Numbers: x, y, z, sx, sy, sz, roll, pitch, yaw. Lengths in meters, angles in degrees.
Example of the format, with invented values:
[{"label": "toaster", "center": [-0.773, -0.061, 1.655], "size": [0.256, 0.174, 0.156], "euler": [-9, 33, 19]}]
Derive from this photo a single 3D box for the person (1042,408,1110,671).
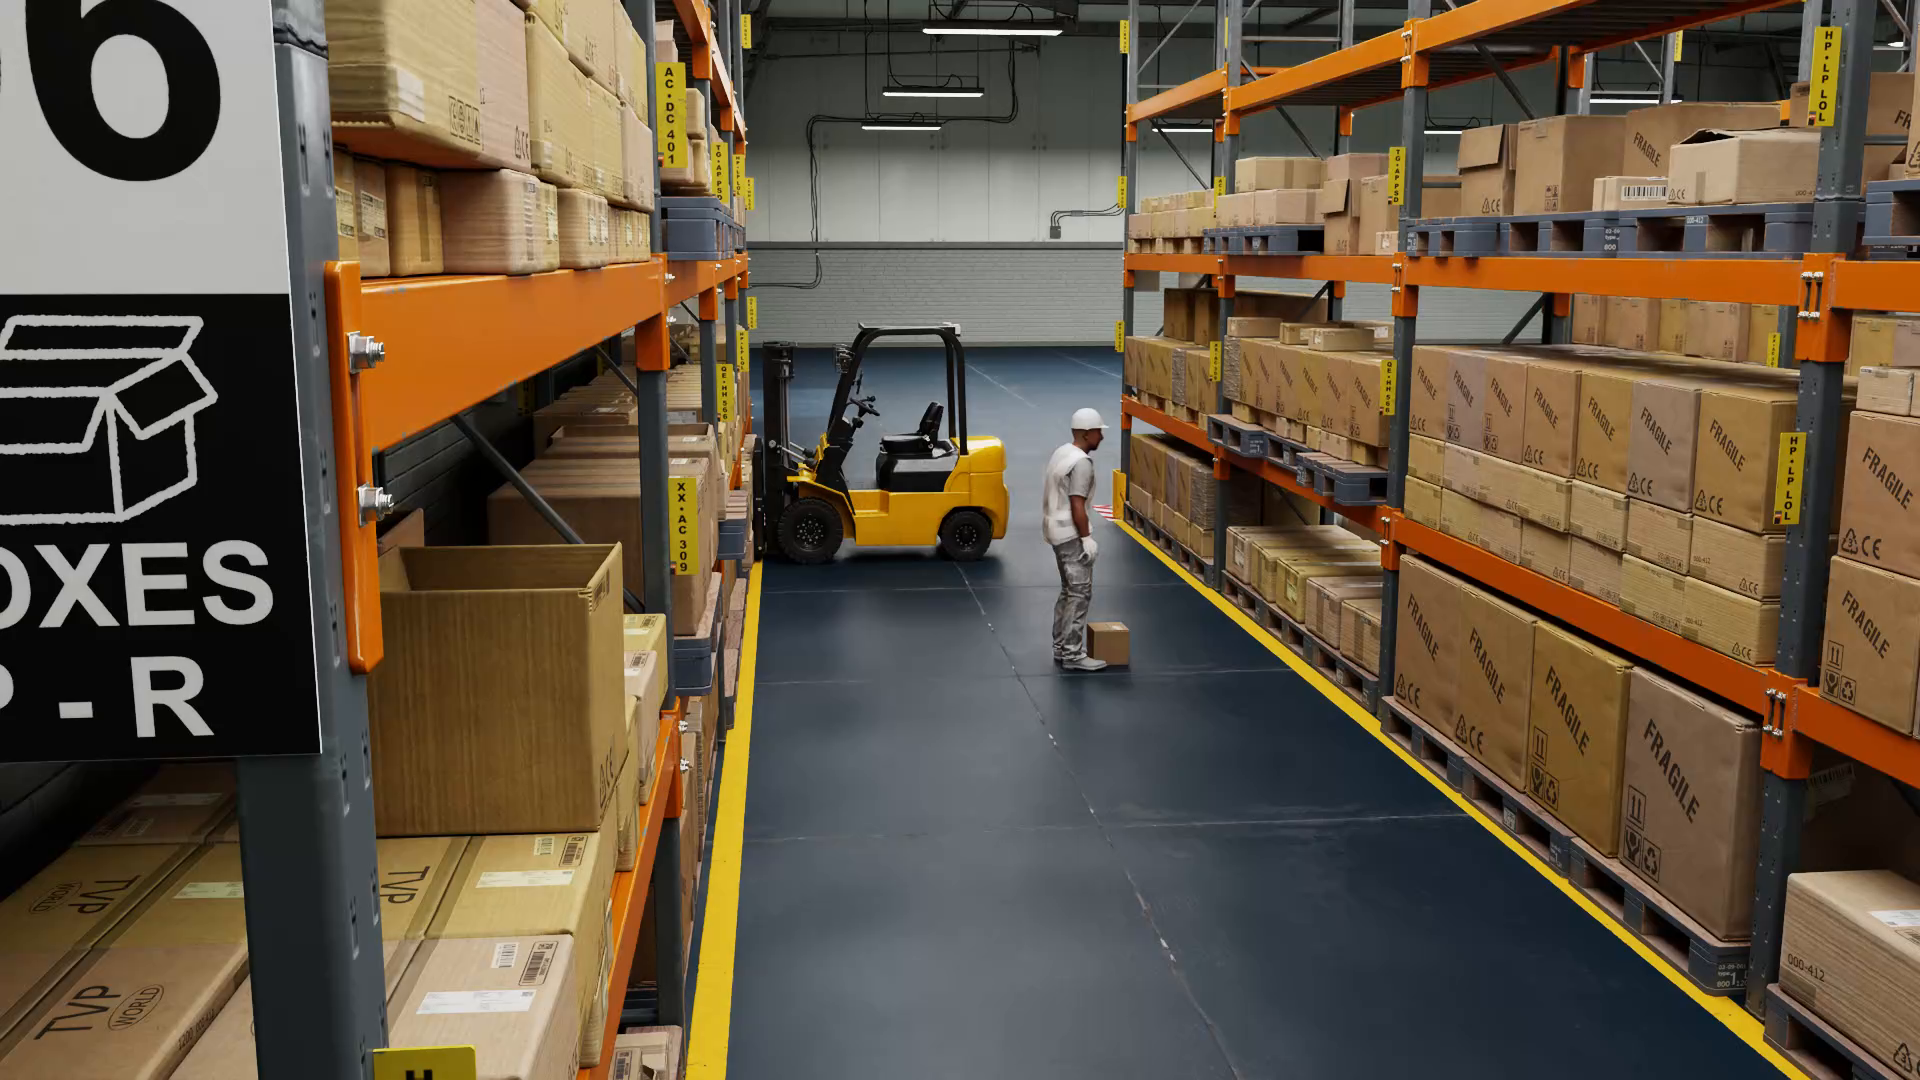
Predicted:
[{"label": "person", "center": [0.806, -0.018, 11.470], "size": [0.452, 1.774, 0.629], "euler": [-1, 10, -7]}]
